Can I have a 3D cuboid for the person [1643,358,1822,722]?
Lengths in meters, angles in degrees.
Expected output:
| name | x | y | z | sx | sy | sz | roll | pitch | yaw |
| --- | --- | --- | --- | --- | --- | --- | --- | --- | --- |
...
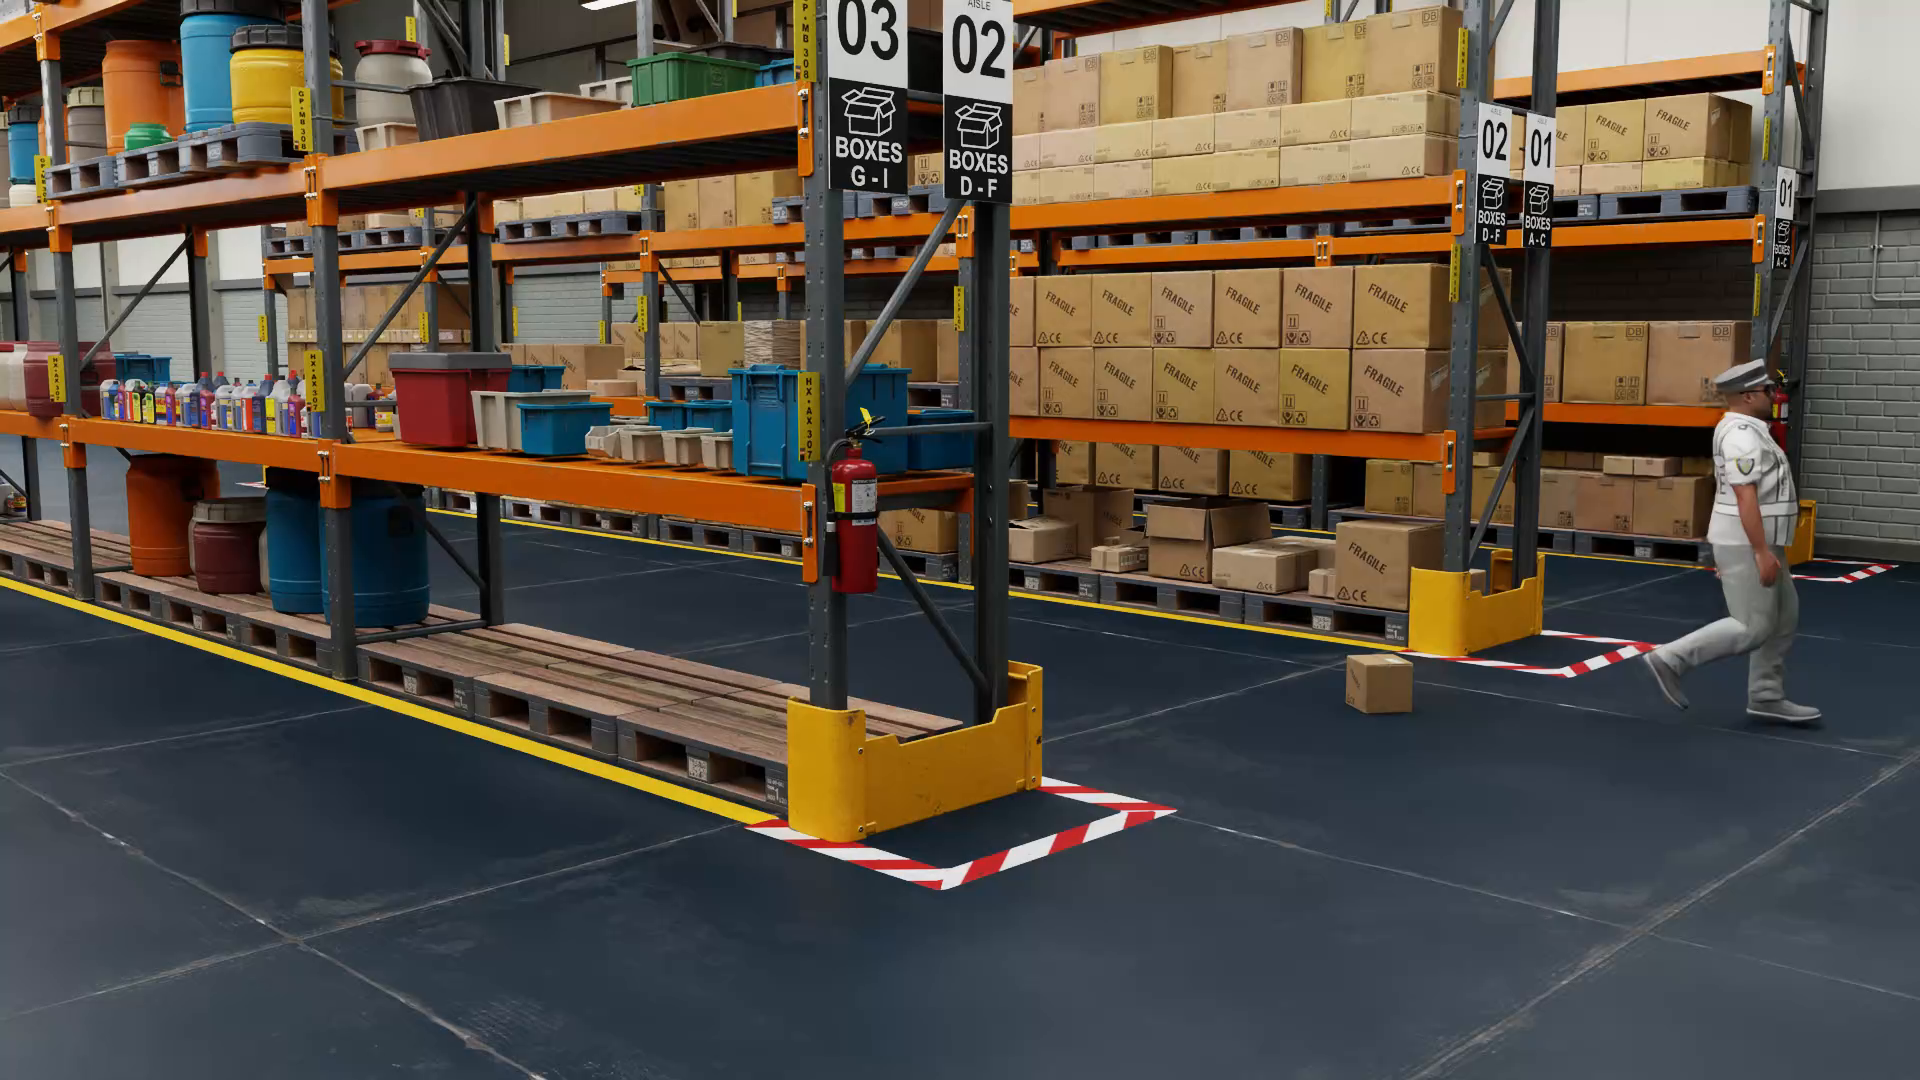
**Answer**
| name | x | y | z | sx | sy | sz | roll | pitch | yaw |
| --- | --- | --- | --- | --- | --- | --- | --- | --- | --- |
| person | 3.762 | 0.003 | 8.018 | 0.801 | 1.741 | 0.525 | 3 | 8 | 25 |
